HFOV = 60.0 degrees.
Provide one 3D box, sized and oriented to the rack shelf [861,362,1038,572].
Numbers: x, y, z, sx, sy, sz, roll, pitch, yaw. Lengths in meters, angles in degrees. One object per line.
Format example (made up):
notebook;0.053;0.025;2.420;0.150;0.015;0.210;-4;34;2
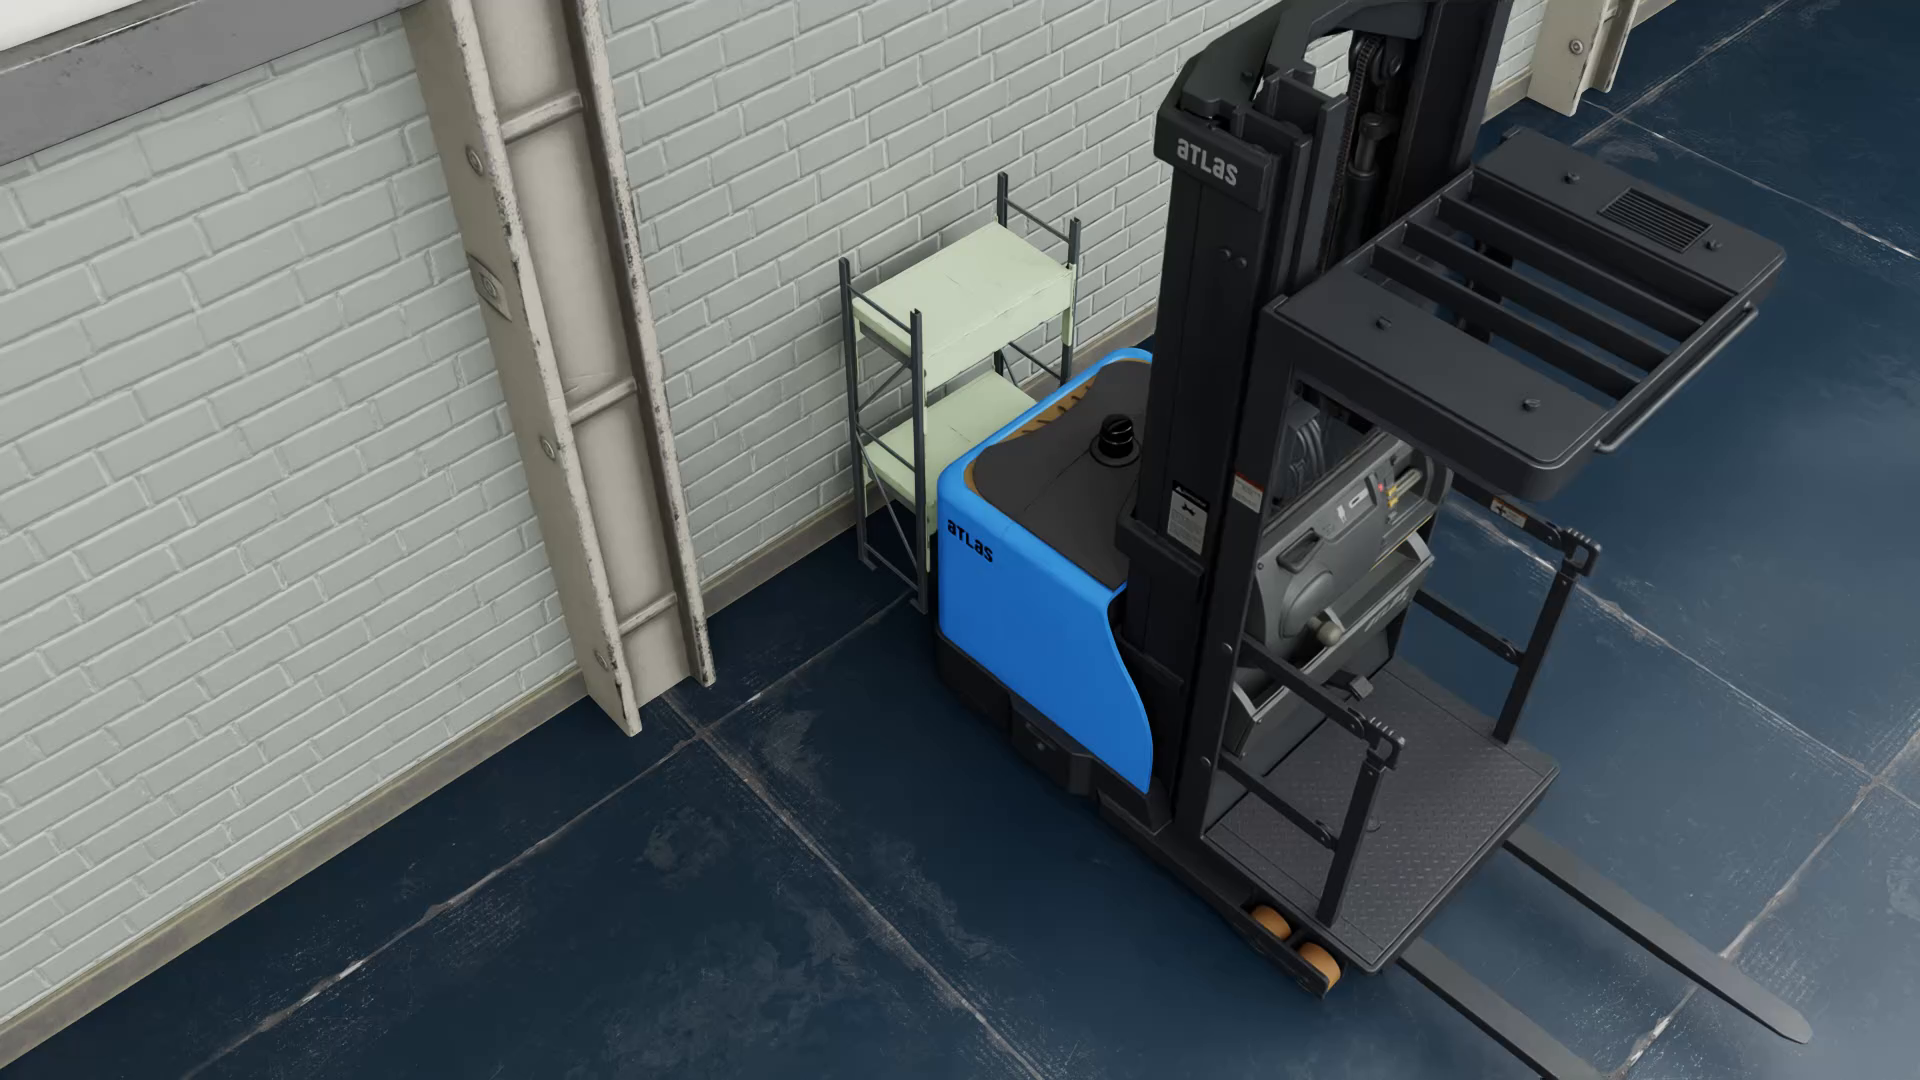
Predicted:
rack shelf;0.005;-0.291;6.441;0.720;0.370;0.431;-34;56;-27

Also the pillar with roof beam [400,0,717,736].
pillar with roof beam;1.733;-0.170;0.784;0.400;9.000;9.100;-34;56;-27

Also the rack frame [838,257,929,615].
rack frame;-0.266;-0.331;6.035;0.023;1.500;0.400;-34;56;-27

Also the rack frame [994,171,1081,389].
rack frame;0.276;-0.693;6.369;0.023;1.500;0.400;-34;56;-27

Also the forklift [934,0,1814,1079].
forklift;1.301;0.038;4.721;1.130;2.935;3.031;-36;57;-29

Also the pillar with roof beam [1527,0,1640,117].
pillar with roof beam;6.172;-3.136;3.521;0.400;9.000;9.100;-34;56;-27

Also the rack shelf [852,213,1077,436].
rack shelf;0.005;-0.777;5.915;0.720;0.370;0.431;-34;56;-27

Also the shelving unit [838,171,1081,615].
shelving unit;0.005;-0.512;6.202;0.755;1.500;0.431;-34;56;-27
